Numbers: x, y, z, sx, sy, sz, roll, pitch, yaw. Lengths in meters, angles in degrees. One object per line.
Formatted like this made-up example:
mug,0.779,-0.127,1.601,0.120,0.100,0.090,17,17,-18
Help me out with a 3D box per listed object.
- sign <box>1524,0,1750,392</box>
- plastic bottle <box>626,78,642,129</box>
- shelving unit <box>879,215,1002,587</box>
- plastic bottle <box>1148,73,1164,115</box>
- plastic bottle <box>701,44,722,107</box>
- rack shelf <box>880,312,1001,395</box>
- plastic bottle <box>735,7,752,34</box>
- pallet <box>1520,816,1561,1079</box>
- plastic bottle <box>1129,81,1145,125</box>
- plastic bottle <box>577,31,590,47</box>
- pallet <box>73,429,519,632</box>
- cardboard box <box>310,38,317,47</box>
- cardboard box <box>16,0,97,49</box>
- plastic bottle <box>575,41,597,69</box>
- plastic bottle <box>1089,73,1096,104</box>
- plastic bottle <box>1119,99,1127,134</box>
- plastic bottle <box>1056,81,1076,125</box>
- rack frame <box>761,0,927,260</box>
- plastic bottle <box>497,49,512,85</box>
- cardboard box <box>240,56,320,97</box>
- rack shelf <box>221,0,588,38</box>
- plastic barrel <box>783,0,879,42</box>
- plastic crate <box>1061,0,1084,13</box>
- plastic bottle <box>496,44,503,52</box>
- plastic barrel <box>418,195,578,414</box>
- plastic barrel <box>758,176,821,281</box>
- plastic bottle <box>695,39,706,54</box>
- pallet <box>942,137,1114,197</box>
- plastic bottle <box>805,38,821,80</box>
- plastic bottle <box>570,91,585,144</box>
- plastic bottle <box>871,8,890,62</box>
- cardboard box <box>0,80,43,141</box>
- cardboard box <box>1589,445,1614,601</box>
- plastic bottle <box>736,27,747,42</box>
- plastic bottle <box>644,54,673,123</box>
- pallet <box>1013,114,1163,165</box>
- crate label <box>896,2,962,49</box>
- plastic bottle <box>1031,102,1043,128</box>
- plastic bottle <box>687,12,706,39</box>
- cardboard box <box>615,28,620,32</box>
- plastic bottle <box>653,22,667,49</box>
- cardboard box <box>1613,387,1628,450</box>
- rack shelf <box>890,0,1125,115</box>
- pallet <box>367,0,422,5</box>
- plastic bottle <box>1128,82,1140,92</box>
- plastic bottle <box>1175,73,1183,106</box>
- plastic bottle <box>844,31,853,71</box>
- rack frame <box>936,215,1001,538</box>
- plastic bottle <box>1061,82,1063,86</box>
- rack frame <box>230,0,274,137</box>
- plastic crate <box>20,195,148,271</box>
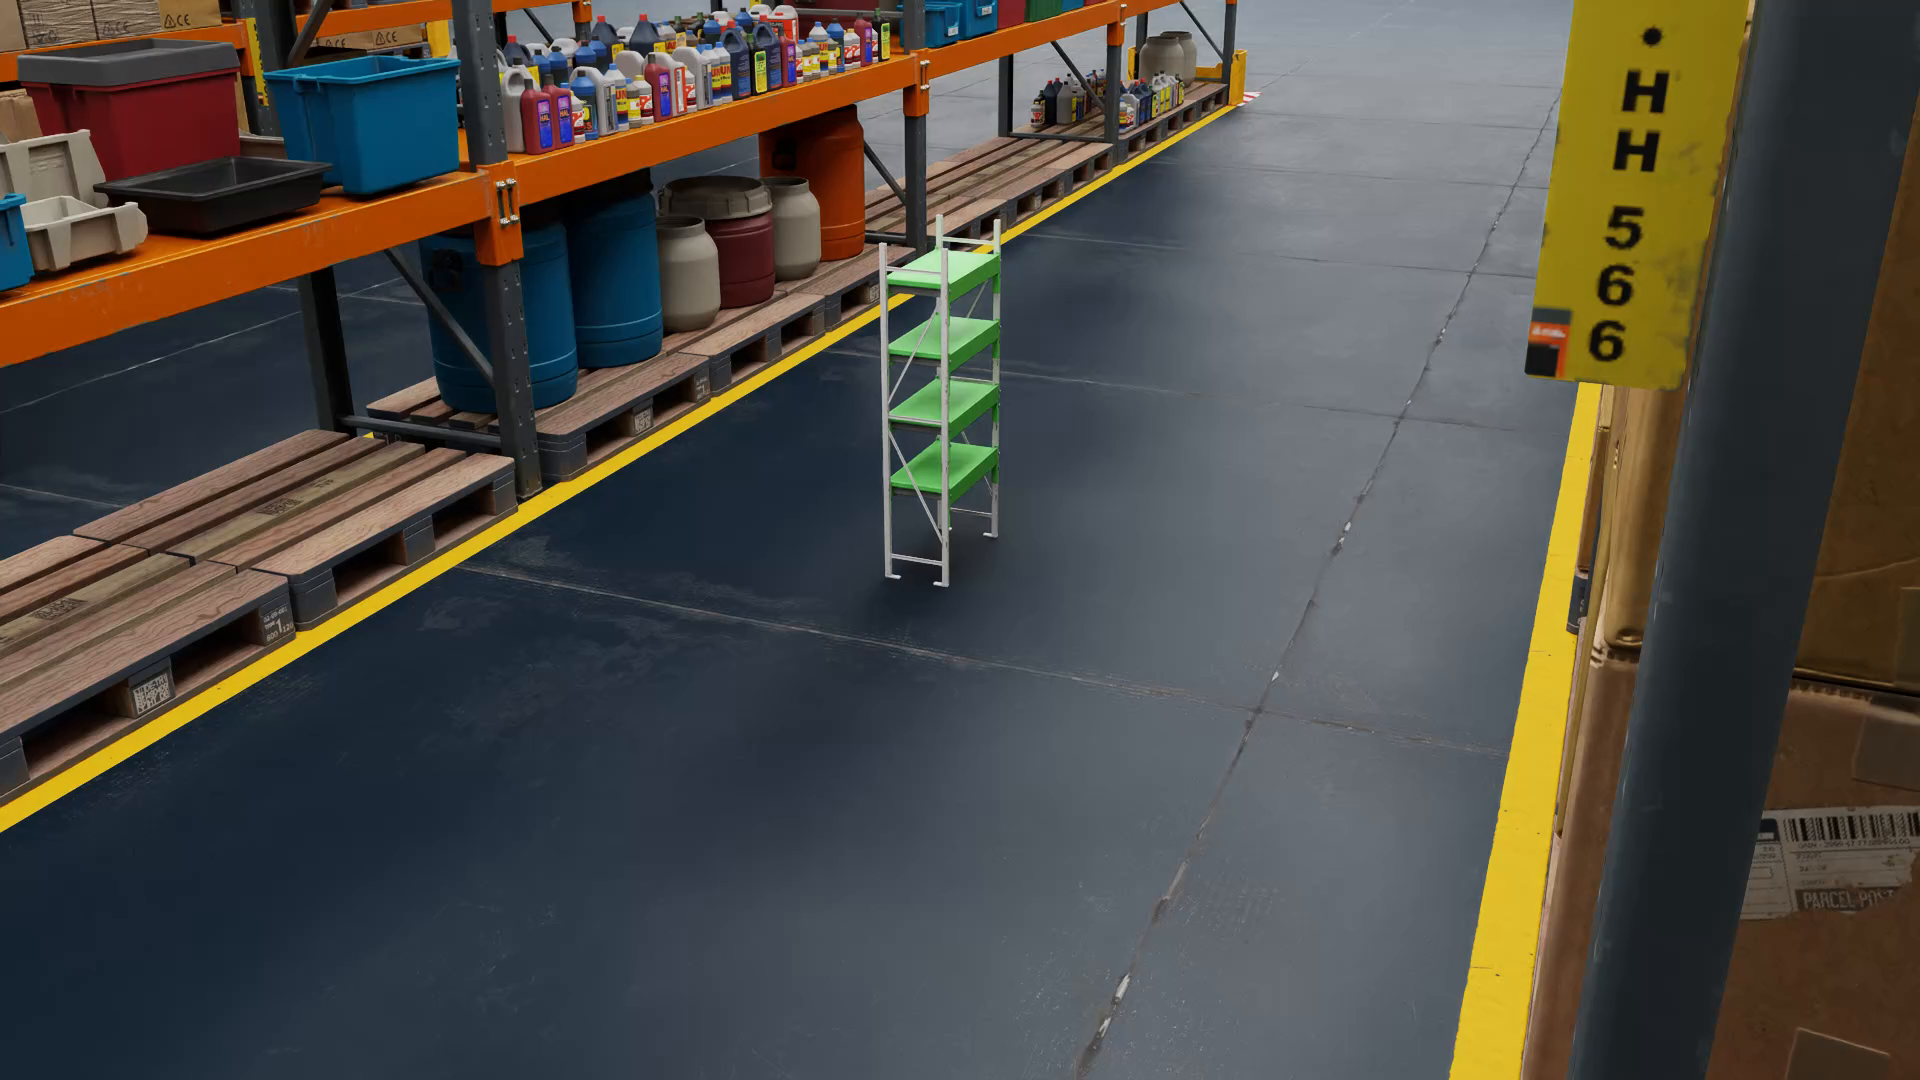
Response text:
sign,0.432,-0.256,1.058,0.100,0.325,0.005,9,24,20
plastic bottle,-1.405,-1.854,7.054,0.097,0.201,0.097,0,23,0
shelving unit,-0.062,-0.494,5.877,0.258,1.200,0.503,9,24,20
plastic bottle,1.713,-3.924,14.617,0.144,0.351,0.185,9,24,20
plastic bottle,-1.147,-2.135,7.635,0.097,0.271,0.097,0,23,0
rack shelf,-0.062,-0.657,5.809,0.258,0.148,0.480,9,24,20
plastic bottle,-1.215,-2.857,9.365,0.097,0.271,0.097,0,23,0
pallet,1.718,1.050,3.462,1.003,0.211,1.213,9,24,20
plastic bottle,1.485,-3.704,14.092,0.144,0.351,0.185,9,24,21
plastic bottle,-1.823,-2.296,8.007,0.061,0.283,0.133,9,24,20
pallet,-2.409,-0.076,6.157,1.003,0.211,1.213,9,24,20
cardboard box,-7.736,-5.701,18.218,0.875,0.875,0.875,9,24,20
cardboard box,-5.618,-3.242,9.989,0.500,0.500,0.500,8,24,18
plastic bottle,-1.744,-2.190,7.768,0.097,0.271,0.097,0,23,0
plastic bottle,1.196,-4.142,15.244,0.097,0.271,0.097,0,23,0
plastic bottle,1.325,-3.489,13.680,0.097,0.271,0.097,0,23,0
plastic bottle,0.905,-3.726,14.143,0.144,0.351,0.185,9,24,20
rack frame,-0.686,-3.062,9.690,1.000,3.000,0.127,9,24,20
plastic bottle,-2.000,-1.963,7.122,0.144,0.351,0.185,9,24,20
cardboard box,-5.063,-3.411,12.224,0.500,0.250,0.500,10,25,22
rack shelf,-4.542,-4.155,13.239,1.077,0.370,4.000,9,24,20
plastic barrel,-0.795,-3.335,10.165,0.600,0.536,0.708,9,24,20
plastic crate,0.679,-4.047,12.068,0.392,0.384,0.575,9,24,20
plastic bottle,-2.065,-2.050,7.330,0.144,0.351,0.185,9,24,20
plastic barrel,-1.954,-1.049,7.047,0.600,0.901,0.708,9,24,20
plastic barrel,-0.979,-1.716,9.149,0.421,0.512,0.421,0,23,0
plastic bottle,-1.209,-2.225,7.852,0.097,0.271,0.097,0,23,0
pallet,0.544,-2.920,12.968,1.003,0.211,1.213,9,24,20
plastic bottle,-0.766,-2.469,8.528,0.097,0.201,0.097,0,23,0
plastic bottle,-1.564,-1.701,6.688,0.097,0.201,0.097,0,23,0
plastic bottle,-0.440,-2.803,9.219,0.061,0.283,0.133,9,24,20
cardboard box,-5.898,-2.423,10.371,1.225,0.875,0.875,9,24,20
cardboard box,1.234,-0.098,2.464,0.500,0.500,0.500,9,24,20
plastic bottle,-1.196,-2.685,9.045,0.097,0.201,0.097,0,23,0
plastic bottle,-1.309,-1.965,7.214,0.061,0.283,0.133,9,24,20
pallet,1.088,-3.441,14.215,1.003,0.211,1.213,9,24,20
crate label,-0.181,-3.082,9.954,0.303,0.233,0.416,9,24,20
plastic bottle,0.645,-3.580,13.989,0.097,0.201,0.097,0,23,0
plastic bottle,-1.411,-2.693,8.957,0.061,0.283,0.133,9,24,20
cardboard box,-3.250,-4.820,16.596,0.500,0.500,0.500,7,24,15
plastic bottle,-1.559,-2.526,8.573,0.097,0.271,0.097,0,23,0
cardboard box,1.037,-0.376,1.832,0.500,0.500,0.500,9,24,22
rack shelf,0.057,-3.446,11.542,1.077,0.370,4.000,9,24,20
pallet,-4.587,-4.397,13.134,1.003,0.211,1.213,9,24,20
plastic bottle,1.566,-3.901,14.661,0.152,0.276,0.135,9,24,20
plastic bottle,1.984,-4.110,15.152,0.061,0.283,0.133,9,24,21
plastic bottle,-0.622,-2.609,8.861,0.097,0.201,0.097,0,23,0
rack frame,0.029,-0.582,6.086,0.240,1.200,0.015,9,24,20
plastic bottle,0.865,-3.848,14.524,0.061,0.283,0.133,11,25,24
rack frame,-5.284,-3.771,11.387,1.000,3.000,0.127,9,24,20
plastic crate,-2.539,-0.871,4.707,0.293,0.136,0.466,9,24,20
